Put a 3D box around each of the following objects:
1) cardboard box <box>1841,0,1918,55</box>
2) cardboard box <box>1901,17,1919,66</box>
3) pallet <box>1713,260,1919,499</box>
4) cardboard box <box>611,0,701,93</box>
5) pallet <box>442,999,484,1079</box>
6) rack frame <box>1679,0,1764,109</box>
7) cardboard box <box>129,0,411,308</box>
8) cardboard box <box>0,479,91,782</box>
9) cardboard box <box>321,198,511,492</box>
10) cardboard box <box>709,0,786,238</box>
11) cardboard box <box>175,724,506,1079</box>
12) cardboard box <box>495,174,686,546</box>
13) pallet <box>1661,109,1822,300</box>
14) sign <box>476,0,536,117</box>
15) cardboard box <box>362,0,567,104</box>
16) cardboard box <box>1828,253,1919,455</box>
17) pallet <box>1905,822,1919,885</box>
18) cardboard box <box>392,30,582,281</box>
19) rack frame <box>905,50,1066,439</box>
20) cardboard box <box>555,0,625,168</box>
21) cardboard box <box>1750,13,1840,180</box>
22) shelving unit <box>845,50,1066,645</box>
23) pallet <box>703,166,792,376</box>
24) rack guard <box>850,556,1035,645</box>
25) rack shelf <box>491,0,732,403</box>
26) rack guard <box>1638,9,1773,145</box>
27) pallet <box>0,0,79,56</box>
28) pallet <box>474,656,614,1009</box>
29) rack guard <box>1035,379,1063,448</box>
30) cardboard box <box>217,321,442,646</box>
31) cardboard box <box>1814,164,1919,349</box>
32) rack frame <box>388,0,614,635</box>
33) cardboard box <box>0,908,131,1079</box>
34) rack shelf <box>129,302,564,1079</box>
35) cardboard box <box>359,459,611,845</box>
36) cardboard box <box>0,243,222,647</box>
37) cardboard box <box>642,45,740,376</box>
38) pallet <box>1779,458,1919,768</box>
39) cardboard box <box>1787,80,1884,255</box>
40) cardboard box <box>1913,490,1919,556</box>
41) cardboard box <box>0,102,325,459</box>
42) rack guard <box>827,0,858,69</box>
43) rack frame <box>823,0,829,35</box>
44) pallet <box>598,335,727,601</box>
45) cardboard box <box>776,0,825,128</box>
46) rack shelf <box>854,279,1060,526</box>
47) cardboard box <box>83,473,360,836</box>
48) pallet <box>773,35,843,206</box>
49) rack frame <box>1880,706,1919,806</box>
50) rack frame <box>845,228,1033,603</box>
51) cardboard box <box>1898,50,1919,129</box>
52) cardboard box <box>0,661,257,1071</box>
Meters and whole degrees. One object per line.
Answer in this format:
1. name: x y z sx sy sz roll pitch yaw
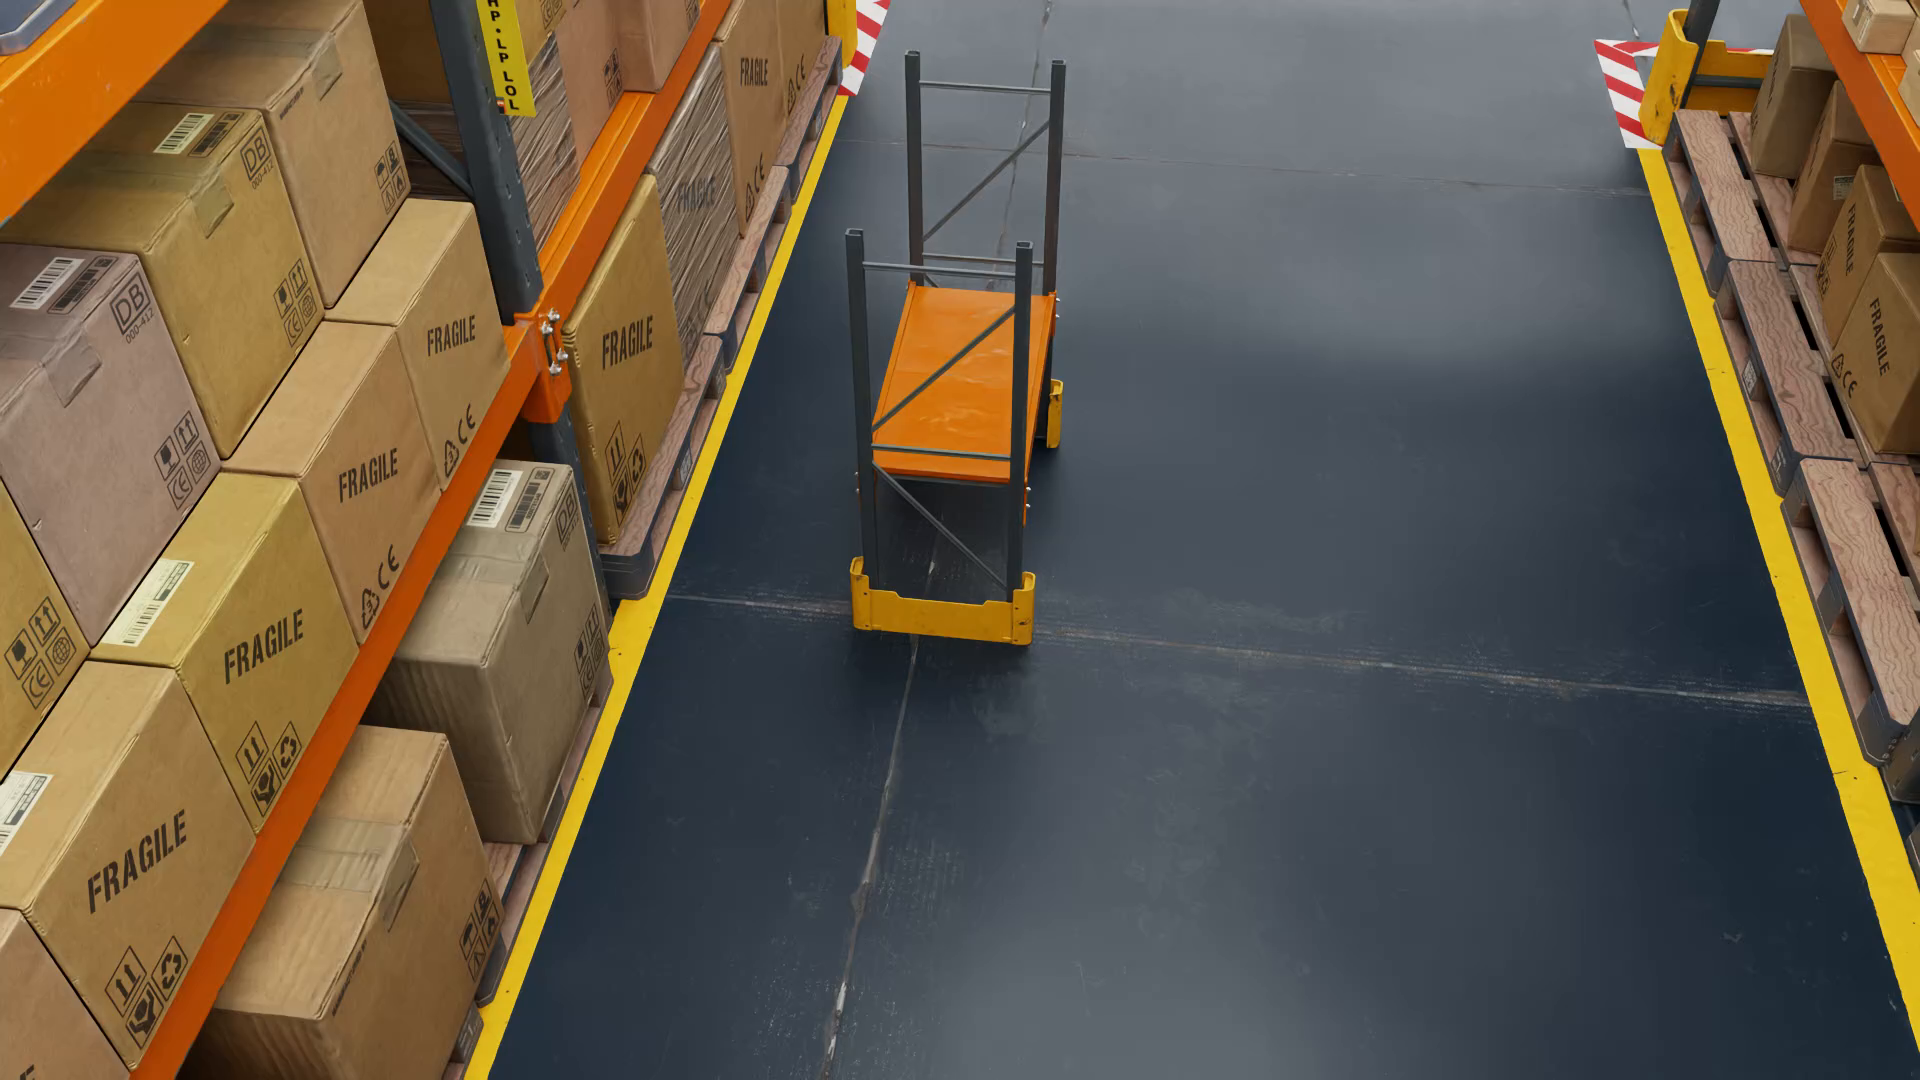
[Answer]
1. cardboard box: 3.222 -1.755 5.605 0.380 0.149 0.250 5 44 6
2. cardboard box: 3.320 -1.573 5.412 0.380 0.149 0.250 5 44 6
3. pallet: 3.474 -0.589 6.218 1.003 0.211 1.213 5 44 6
4. cardboard box: -1.366 -1.868 5.432 0.875 0.550 0.550 5 44 6
5. pallet: -1.828 1.553 3.957 1.003 0.211 1.213 5 44 6
6. rack frame: 3.790 -3.033 6.771 1.000 3.000 0.127 5 44 6
7. cardboard box: -1.702 -0.887 3.705 0.700 0.500 0.500 5 44 5
8. cardboard box: -1.903 0.152 2.608 0.700 0.500 0.500 5 44 5
9. cardboard box: -1.446 -0.483 4.005 0.500 0.500 0.500 5 44 5
10. cardboard box: -1.251 -1.865 6.778 0.875 0.875 0.875 5 44 5
11. cardboard box: -1.766 0.926 3.921 1.050 0.750 0.750 5 44 6
12. cardboard box: -1.489 -0.630 5.473 0.875 0.875 0.875 6 44 6
13. pallet: 3.638 -1.418 7.094 1.003 0.211 1.213 5 44 6
14. sign: -1.103 -1.175 4.025 0.100 0.325 0.005 5 44 6
15. cardboard box: -1.559 -1.521 4.280 0.875 0.550 0.550 5 44 6
16. cardboard box: 3.426 -0.642 5.759 0.500 0.500 0.500 2 43 2
17. pallet: 3.160 1.237 4.290 1.003 0.211 1.213 5 44 6
18. cardboard box: -1.605 -1.133 4.656 0.875 0.550 0.550 5 44 6
19. rack frame: 0.078 -0.949 5.662 0.500 1.500 0.032 5 44 6
20. cardboard box: -1.555 -1.510 5.054 0.875 0.550 0.550 5 44 6
21. cardboard box: 3.691 -1.853 7.038 0.500 0.500 0.500 13 45 13
22. shelving unit: 0.010 -0.597 5.289 0.587 1.500 1.083 5 44 6
23. pallet: -1.305 -1.159 6.820 1.003 0.211 1.213 5 44 6
24. rack guard: -0.056 0.197 5.360 0.587 0.250 0.087 5 44 6
25. rack shelf: -1.377 -1.928 6.128 1.077 0.370 4.000 5 44 6
26. rack guard: 3.780 -2.073 7.576 1.175 0.500 0.348 5 44 6
27. pallet: -1.714 -1.217 2.811 0.805 0.209 1.217 4 44 4
28. pallet: -1.669 0.719 4.837 1.003 0.211 1.213 5 44 6
29. rack guard: 0.076 -0.482 6.077 0.587 0.250 0.087 5 44 6
30. cardboard box: -1.513 -0.138 3.642 0.500 0.500 0.500 5 44 5
31. cardboard box: 3.544 -1.018 6.156 0.500 0.500 0.500 9 44 9
32. rack frame: -1.642 -0.826 4.441 1.000 3.000 0.127 5 44 6
33. cardboard box: -1.712 0.892 2.554 0.500 0.500 0.500 5 44 5
34. rack shelf: -1.906 0.798 3.249 1.077 0.370 4.000 5 44 6
35. cardboard box: -1.635 0.269 4.615 1.050 0.750 0.750 5 44 5
36. cardboard box: -1.835 -0.192 2.971 0.700 0.500 0.500 6 44 6
37. cardboard box: -1.374 -1.244 6.122 0.875 0.875 0.875 6 44 6
38. pallet: 3.315 0.245 5.338 1.003 0.211 1.213 5 44 6
39. cardboard box: 3.646 -1.443 6.605 0.500 0.500 0.500 16 46 16
40. cardboard box: 3.422 -0.211 5.304 0.500 0.500 0.500 19 46 19
41. cardboard box: -1.768 -0.536 3.335 0.700 0.500 0.500 5 44 5
42. rack guard: -1.110 -2.661 8.197 1.175 0.500 0.348 5 44 6
43. rack frame: -1.113 -3.552 7.320 1.000 3.000 0.127 5 44 6
44. pallet: -1.464 -0.325 5.940 1.003 0.211 1.213 5 44 6
45. cardboard box: -1.137 -2.465 7.412 0.875 0.875 0.875 5 44 6
46. rack shelf: 0.011 -0.472 5.419 0.538 0.185 1.000 5 44 6
47. cardboard box: -1.579 0.206 3.278 0.500 0.500 0.500 6 44 6
48. pallet: -1.141 -1.988 7.696 1.003 0.211 1.213 5 44 6
49. rack frame: 3.261 -0.307 3.892 1.000 3.000 0.127 5 44 6
50. rack frame: -0.056 -0.256 4.930 0.500 1.500 0.032 5 44 6
51. cardboard box: 3.211 -1.410 5.240 0.380 0.149 0.250 5 44 6
52. cardboard box: -1.644 0.552 2.912 0.500 0.500 0.500 5 44 5
